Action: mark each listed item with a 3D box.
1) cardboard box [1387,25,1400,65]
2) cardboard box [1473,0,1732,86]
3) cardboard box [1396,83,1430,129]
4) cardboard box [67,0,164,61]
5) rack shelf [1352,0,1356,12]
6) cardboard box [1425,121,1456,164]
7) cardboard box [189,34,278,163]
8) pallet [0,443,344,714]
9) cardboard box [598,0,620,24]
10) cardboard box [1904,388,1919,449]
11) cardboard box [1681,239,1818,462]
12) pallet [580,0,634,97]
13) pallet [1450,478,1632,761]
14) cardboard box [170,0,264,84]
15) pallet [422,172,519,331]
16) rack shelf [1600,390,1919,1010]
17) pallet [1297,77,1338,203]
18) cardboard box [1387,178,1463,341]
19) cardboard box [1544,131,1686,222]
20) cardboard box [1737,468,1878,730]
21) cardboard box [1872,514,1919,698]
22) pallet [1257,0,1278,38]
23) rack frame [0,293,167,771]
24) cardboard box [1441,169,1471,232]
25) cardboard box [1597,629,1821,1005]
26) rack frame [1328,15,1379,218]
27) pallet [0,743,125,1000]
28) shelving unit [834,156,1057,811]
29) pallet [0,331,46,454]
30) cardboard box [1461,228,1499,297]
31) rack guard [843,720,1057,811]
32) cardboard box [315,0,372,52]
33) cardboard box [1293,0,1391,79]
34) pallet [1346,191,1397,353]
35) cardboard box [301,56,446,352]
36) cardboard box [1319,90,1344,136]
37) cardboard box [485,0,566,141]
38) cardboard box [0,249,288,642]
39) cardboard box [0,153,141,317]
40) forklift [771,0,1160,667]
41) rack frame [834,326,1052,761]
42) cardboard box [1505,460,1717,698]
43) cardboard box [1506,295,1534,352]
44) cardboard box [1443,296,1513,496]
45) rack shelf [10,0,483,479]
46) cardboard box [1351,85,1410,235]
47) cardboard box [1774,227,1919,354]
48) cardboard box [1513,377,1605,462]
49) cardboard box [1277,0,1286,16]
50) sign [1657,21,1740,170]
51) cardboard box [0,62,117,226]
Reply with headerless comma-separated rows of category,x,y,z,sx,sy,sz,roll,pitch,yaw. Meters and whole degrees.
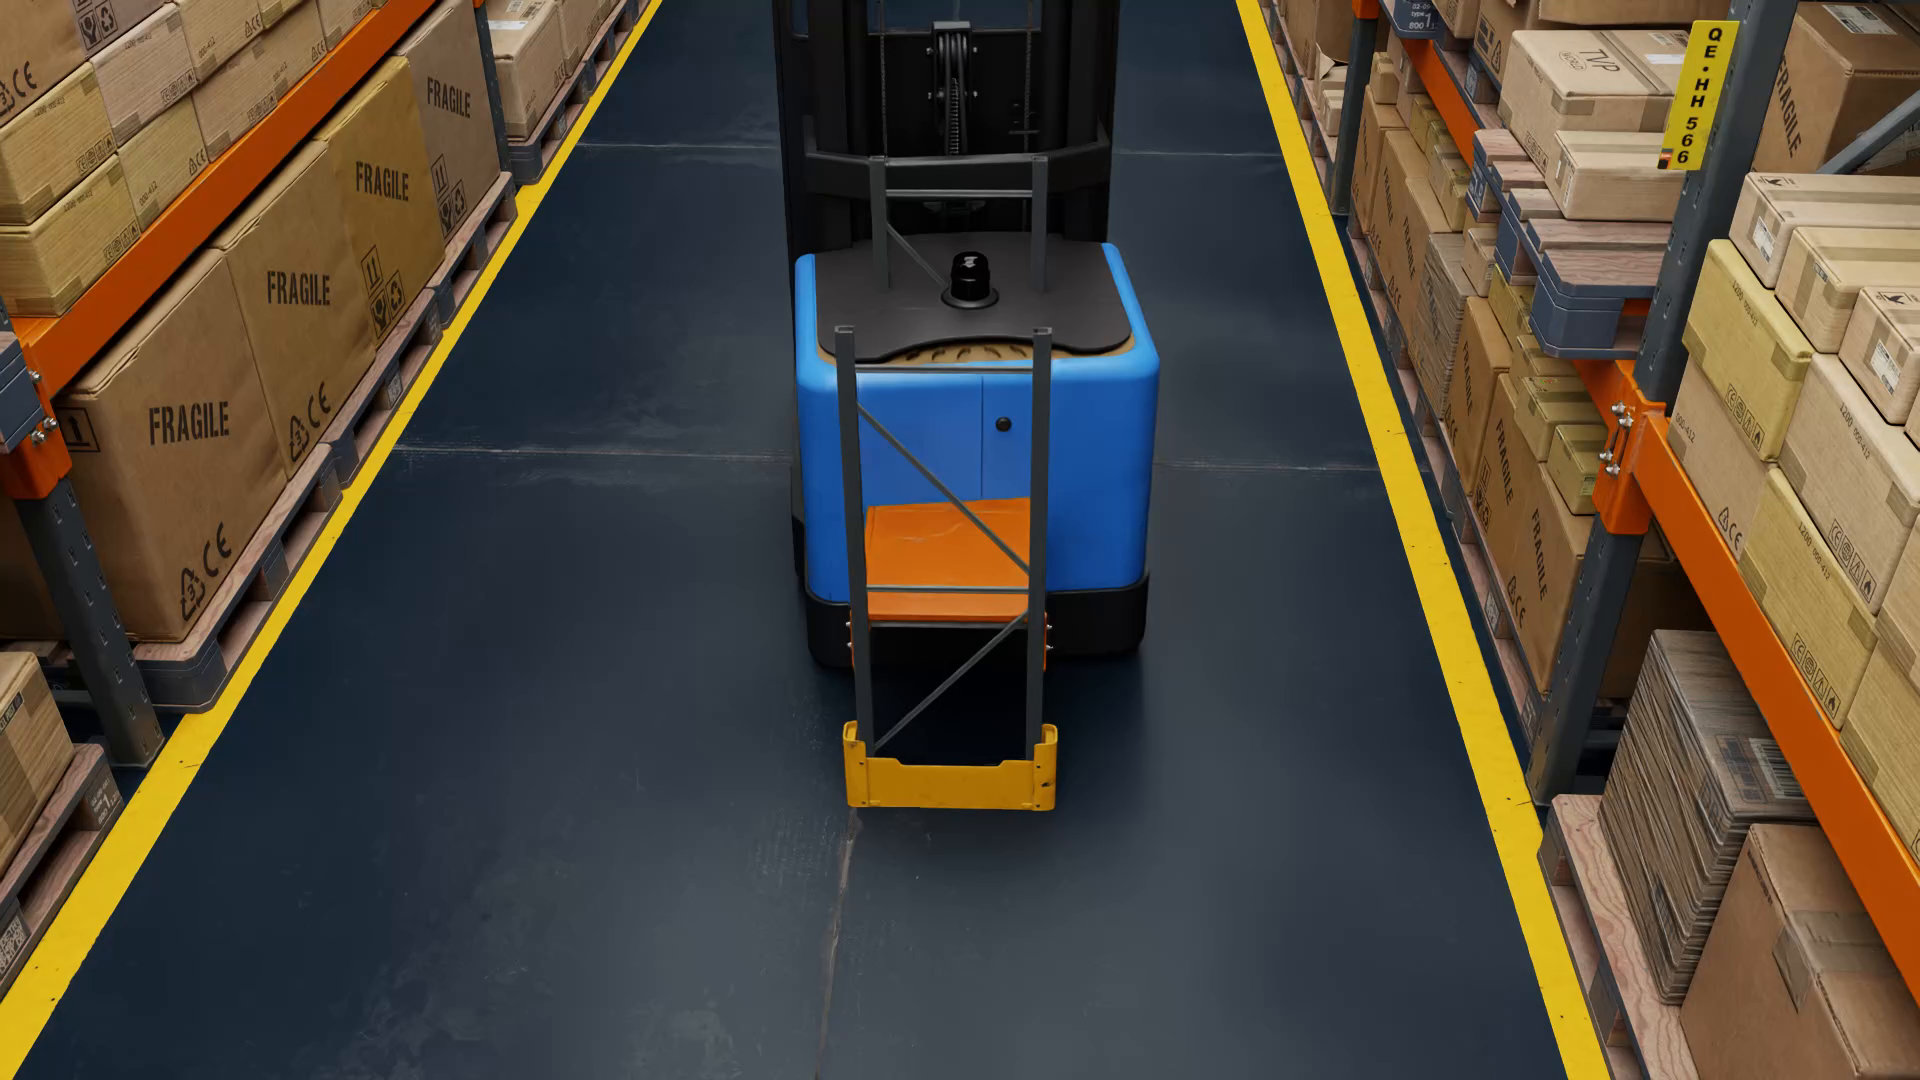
cardboard box,2.059,-2.129,7.156,0.380,0.149,0.250,1,35,1
cardboard box,1.999,-1.652,5.037,0.797,0.503,0.637,1,35,1
cardboard box,2.064,-1.848,7.015,0.380,0.149,0.250,0,35,1
cardboard box,-2.567,-1.621,4.492,0.500,0.500,0.500,1,35,2
rack shelf,2.359,-3.649,8.959,1.077,0.370,4.000,1,35,2
cardboard box,2.068,-1.542,6.580,0.380,0.149,0.250,1,35,1
cardboard box,-2.541,-1.419,5.291,0.500,0.250,0.500,2,35,3
pallet,-2.735,0.081,5.451,1.003,0.211,1.213,1,35,2
cardboard box,-2.476,-3.421,9.871,0.875,0.438,0.875,2,35,3
cardboard box,1.819,-0.174,2.737,0.380,0.149,0.250,2,35,2
cardboard box,1.831,-0.390,3.392,0.500,0.250,0.500,1,35,2
pallet,-2.526,-2.903,9.698,1.003,0.211,1.213,1,35,2
pallet,2.186,0.217,5.258,1.003,0.211,1.213,1,35,2
cardboard box,-2.521,-1.620,5.142,0.500,0.250,0.500,1,35,2
pallet,-2.637,-1.320,7.445,1.003,0.211,1.213,1,35,2
rack shelf,2.038,0.948,2.419,1.077,0.370,4.000,1,35,2
pallet,2.307,-2.048,8.480,1.003,0.211,1.213,1,35,2
cardboard box,1.998,-1.078,6.483,0.500,0.500,0.500,0,35,0
cardboard box,1.761,-0.951,4.348,0.380,0.149,0.250,2,35,3
cardboard box,1.831,0.104,3.124,0.500,0.250,0.500,1,35,1
cardboard box,1.796,0.198,2.555,0.500,0.250,0.500,0,35,1
pallet,2.405,-3.449,10.475,1.003,0.211,1.213,1,35,2
rack frame,-2.842,-0.608,4.007,1.000,3.000,0.127,1,35,2
cardboard box,2.009,-1.257,6.174,0.380,0.149,0.250,3,35,4
cardboard box,2.079,0.662,3.899,0.875,0.625,0.625,2,35,3
rack frame,2.279,-2.794,7.117,1.000,3.000,0.127,1,35,2
pallet,-2.875,0.982,4.170,1.003,0.211,1.213,1,35,2
shelving unit,-0.014,-0.168,4.680,0.587,1.500,1.083,1,35,2
pallet,-2.764,-0.118,3.476,1.213,0.211,1.003,1,35,2
cardboard box,1.966,-0.961,5.753,0.380,0.149,0.250,0,35,0
rack guard,-0.026,0.630,4.632,0.587,0.250,0.087,1,35,2
cardboard box,-2.508,-1.999,6.117,0.500,0.250,0.500,0,35,1
cardboard box,2.205,-2.805,8.942,0.700,0.500,0.500,0,35,0
pallet,2.284,-1.185,7.252,1.003,0.211,1.213,1,35,2
cardboard box,-2.655,-1.332,6.519,0.875,0.875,0.875,2,35,3
cardboard box,2.008,-2.126,8.281,0.380,0.149,0.250,0,35,0
cardboard box,-2.549,-2.388,8.402,0.875,0.438,0.875,1,35,1
cardboard box,-2.731,-0.306,5.059,0.875,0.875,0.875,1,35,1
cardboard box,-2.571,-0.822,4.442,0.500,0.250,0.500,1,35,1
forklift,-0.066,-1.640,5.535,1.130,2.935,3.031,-3,35,-4
rack frame,-0.032,0.130,4.257,0.500,1.500,0.032,1,35,2
cardboard box,1.920,0.107,4.797,0.500,0.500,0.500,2,35,3
cardboard box,1.975,-0.658,5.323,0.380,0.149,0.250,2,35,3
cardboard box,1.969,-0.481,5.634,0.500,0.500,0.500,3,35,4
rack shelf,-2.762,-1.463,5.849,1.077,0.370,4.000,1,35,2
cardboard box,2.034,-1.670,7.327,0.500,0.500,0.500,3,35,4
cardboard box,1.801,-0.472,3.162,0.380,0.149,0.250,2,35,3
cardboard box,1.865,-0.357,4.894,0.380,0.149,0.250,0,35,-1
cardboard box,2.247,-3.402,9.790,0.700,0.500,0.500,3,35,4
sign,1.575,-0.944,3.547,0.100,0.325,0.005,1,35,2
cardboard box,-2.575,-1.037,4.312,0.500,0.250,0.500,1,35,2
